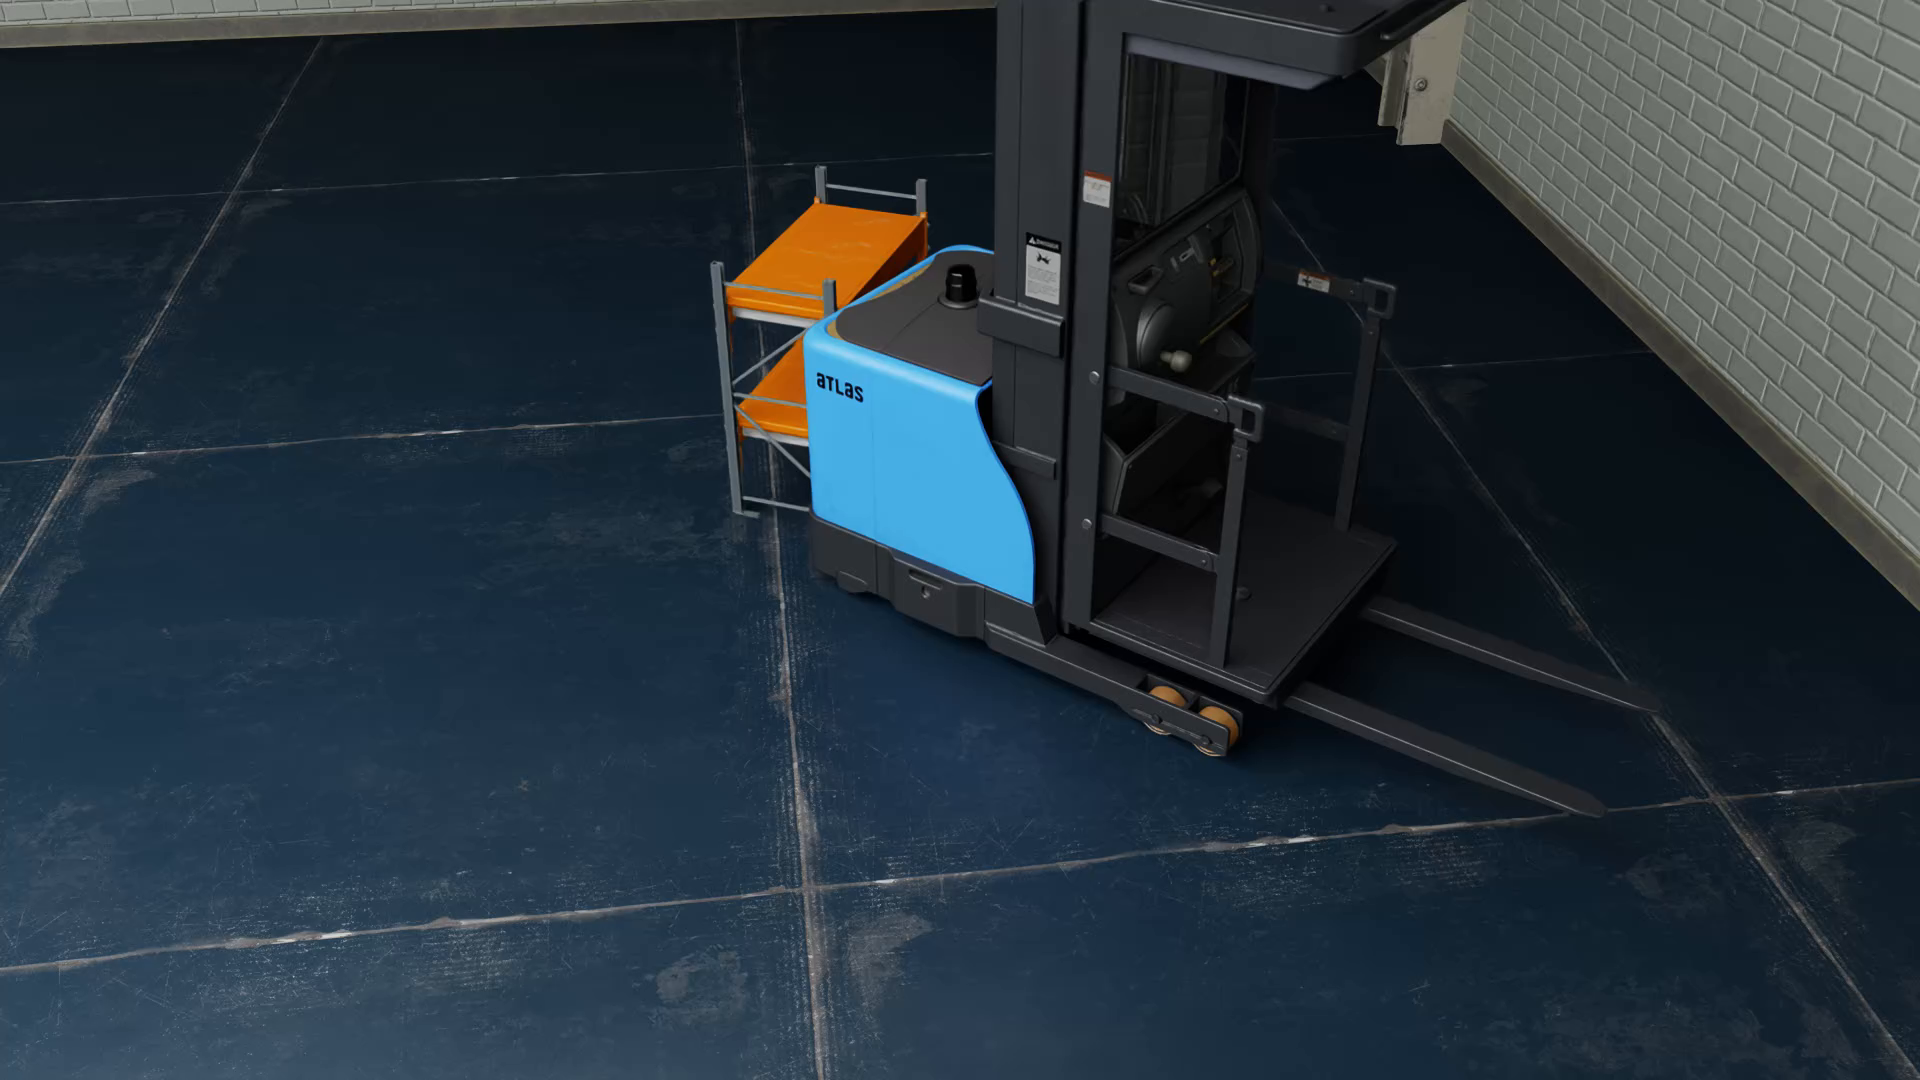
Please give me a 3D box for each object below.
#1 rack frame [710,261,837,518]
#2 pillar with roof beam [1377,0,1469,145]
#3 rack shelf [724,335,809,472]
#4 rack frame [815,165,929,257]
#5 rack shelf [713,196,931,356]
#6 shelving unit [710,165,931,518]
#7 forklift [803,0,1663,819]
[{"bbox_3d":[-0.702,-0.540,6.543,0.500,1.125,0.032,11,36,15],"label":"rack frame"},{"bbox_3d":[-1.407,-5.973,7.524,9.100,9.000,0.400,-4,35,-6],"label":"pillar with roof beam"},{"bbox_3d":[-0.539,-0.609,7.079,0.538,0.278,1.000,11,36,15],"label":"rack shelf"},{"bbox_3d":[-0.376,-1.082,7.339,0.500,1.125,0.032,11,36,15],"label":"rack frame"},{"bbox_3d":[-0.539,-1.053,6.776,0.538,0.278,1.000,11,36,15],"label":"rack shelf"},{"bbox_3d":[-0.539,-0.811,6.941,0.538,1.125,1.048,11,36,15],"label":"shelving unit"},{"bbox_3d":[0.919,-0.816,5.345,3.031,2.935,1.130,21,40,28],"label":"forklift"}]
